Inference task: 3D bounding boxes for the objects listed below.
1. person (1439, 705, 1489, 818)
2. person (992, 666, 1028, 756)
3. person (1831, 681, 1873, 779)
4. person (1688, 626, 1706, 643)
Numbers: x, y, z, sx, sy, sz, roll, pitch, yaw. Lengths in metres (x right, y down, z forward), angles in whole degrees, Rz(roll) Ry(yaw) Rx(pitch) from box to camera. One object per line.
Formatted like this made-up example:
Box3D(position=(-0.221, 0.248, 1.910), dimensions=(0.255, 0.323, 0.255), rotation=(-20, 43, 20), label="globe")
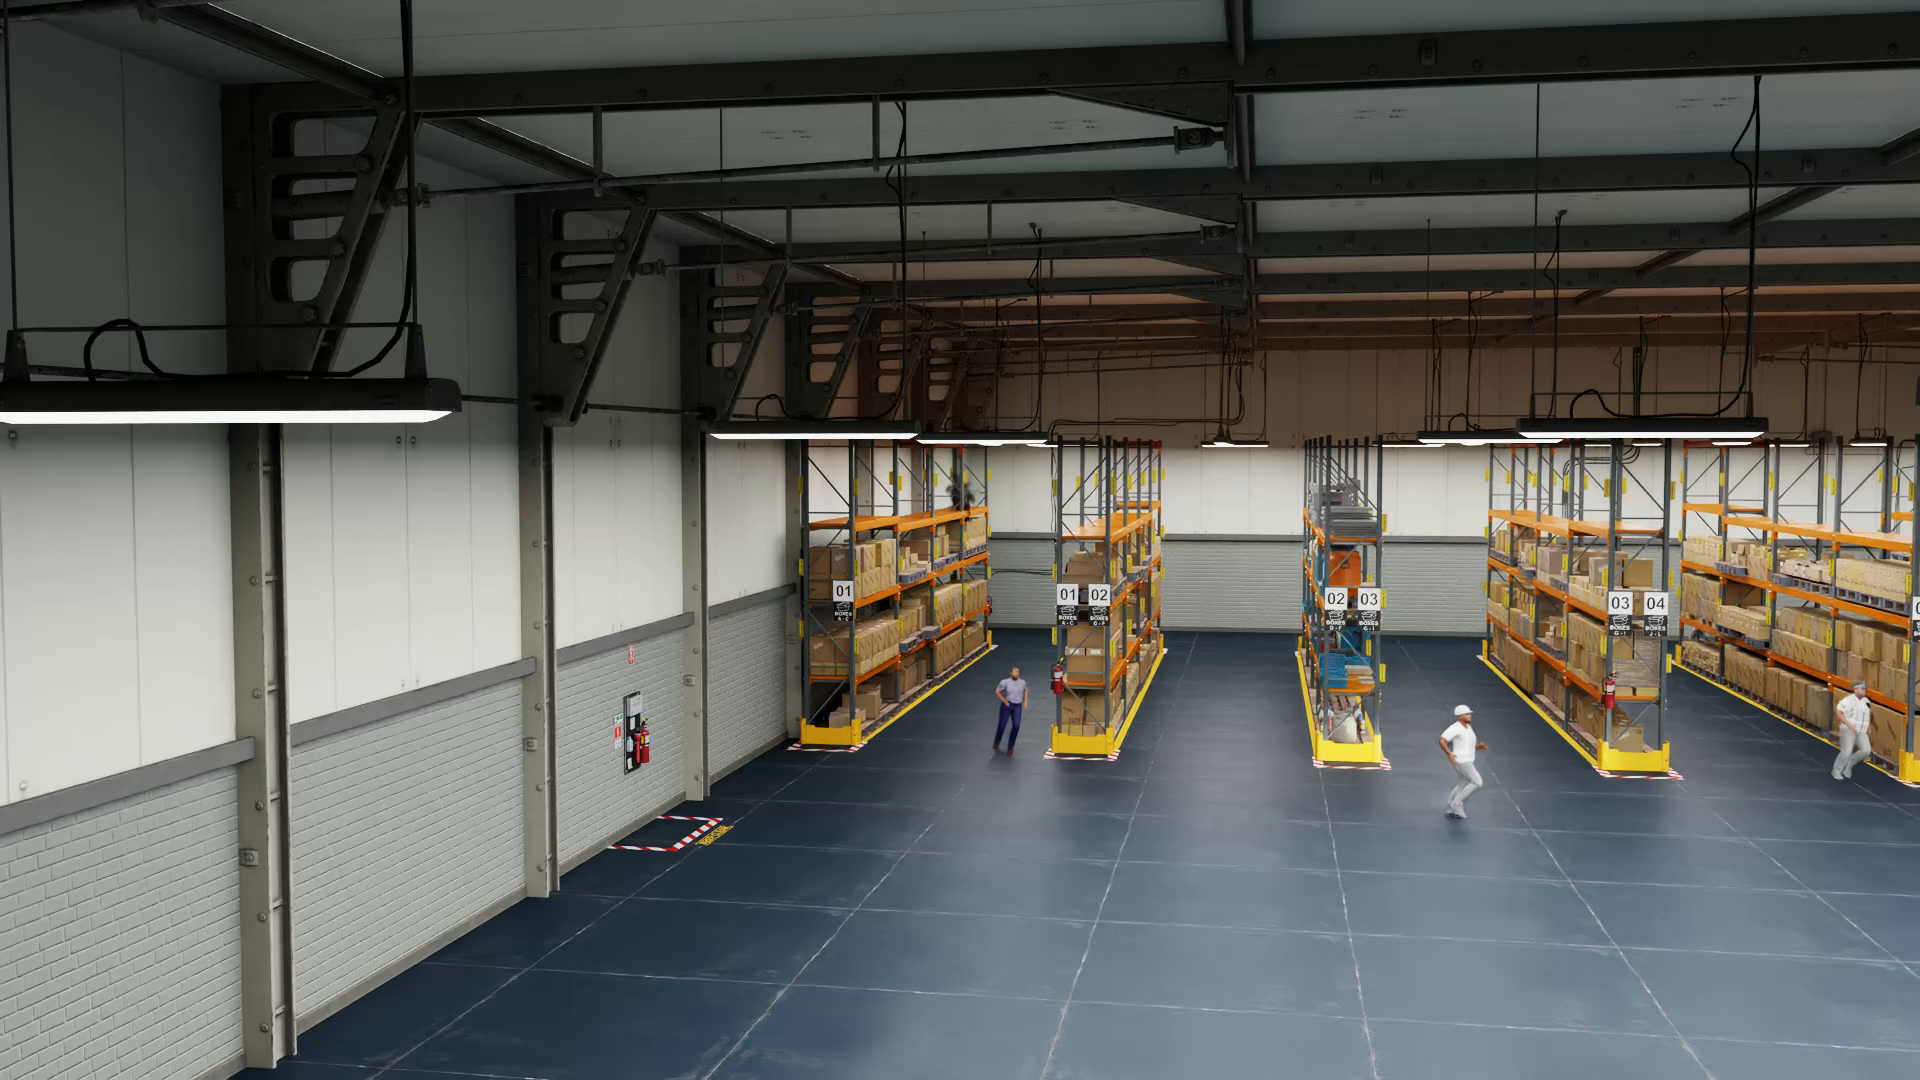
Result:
Box3D(position=(7.864, 3.440, 25.846), dimensions=(0.665, 1.740, 0.685), rotation=(2, 4, 34), label="person")
Box3D(position=(0.975, 3.228, 31.489), dimensions=(0.693, 1.662, 0.698), rotation=(0, 3, -7), label="person")
Box3D(position=(15.578, 3.296, 28.885), dimensions=(0.720, 1.716, 0.556), rotation=(-1, 3, -9), label="person")
Box3D(position=(20.263, 2.410, 45.773), dimensions=(0.667, 1.624, 0.866), rotation=(-3, 4, -41), label="person")
